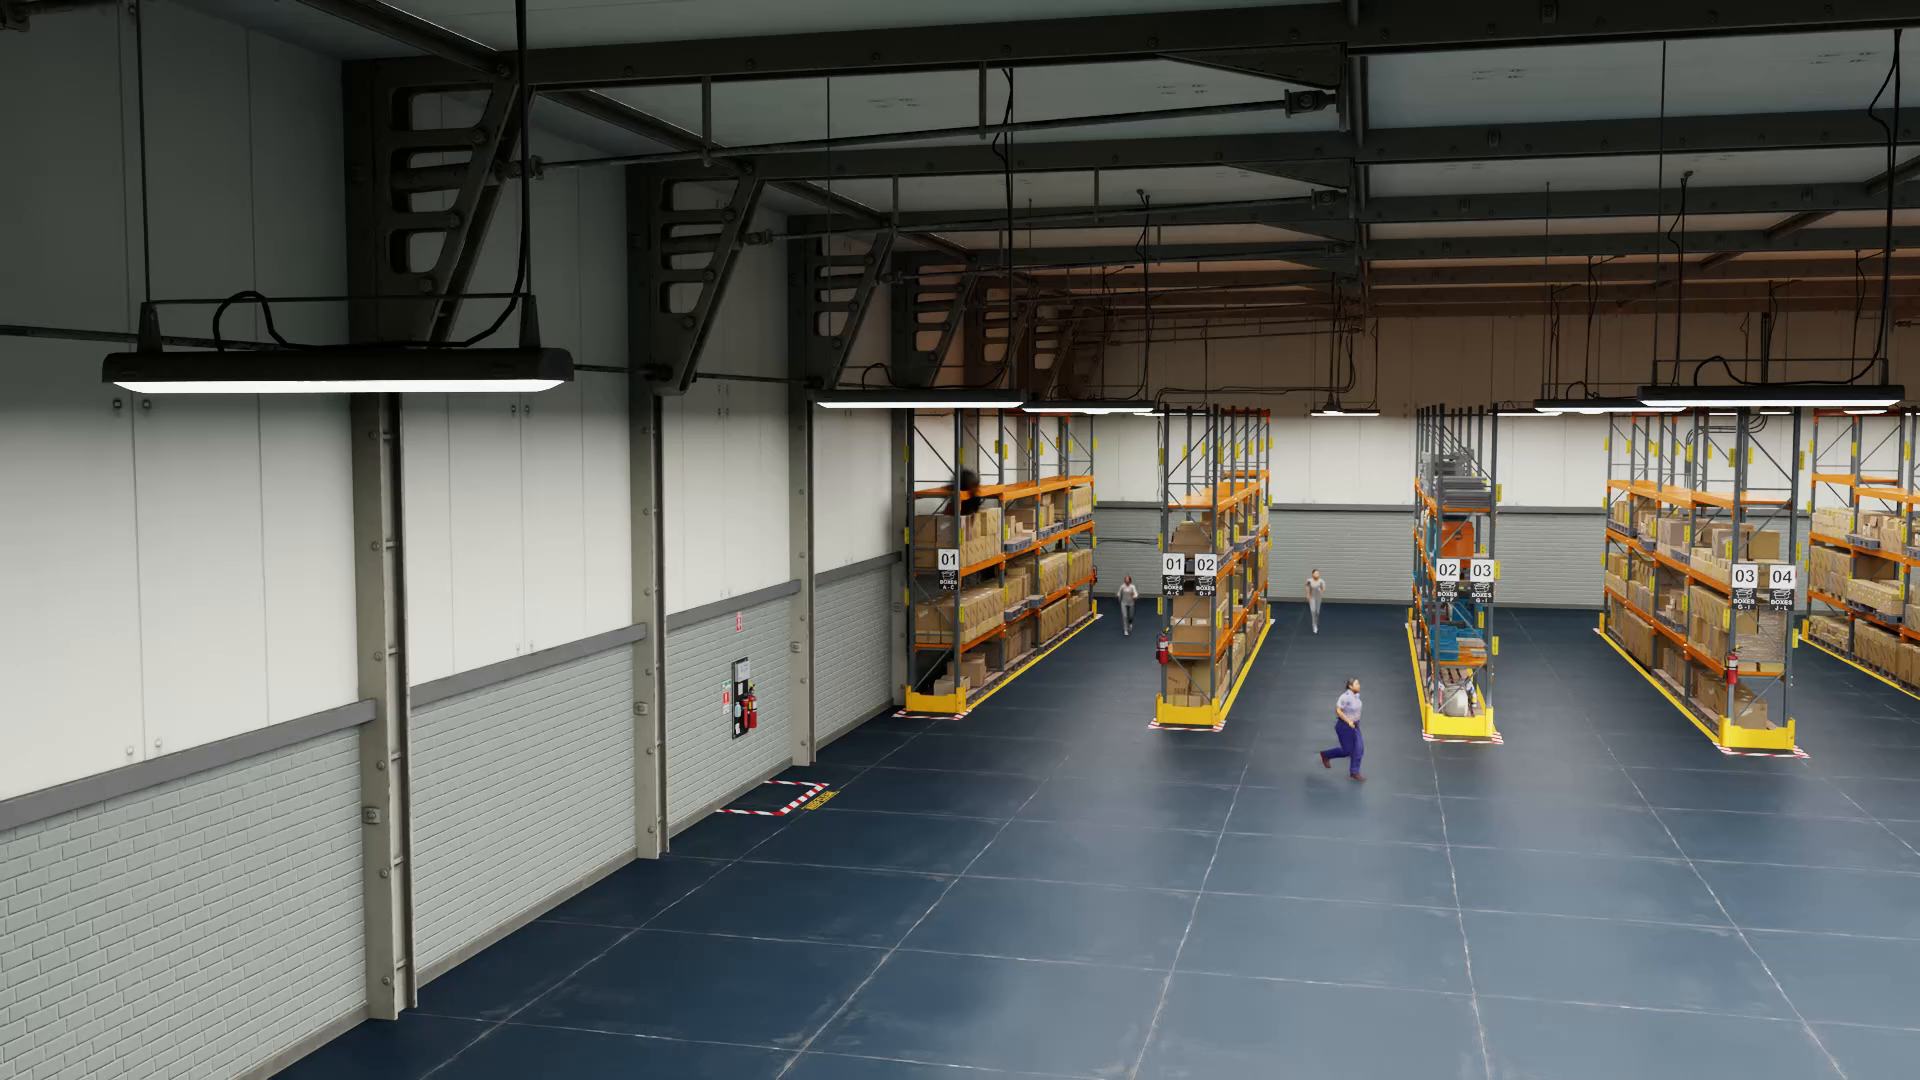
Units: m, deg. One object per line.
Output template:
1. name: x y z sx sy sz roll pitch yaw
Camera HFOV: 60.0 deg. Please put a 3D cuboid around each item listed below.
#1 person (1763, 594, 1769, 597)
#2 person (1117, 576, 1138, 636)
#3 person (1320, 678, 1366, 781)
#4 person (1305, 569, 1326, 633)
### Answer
1. person: 21.692 1.614 44.563 0.824 1.721 0.767 1 4 11
2. person: 4.436 1.727 44.144 0.547 1.563 0.755 1 4 7
3. person: 6.162 2.999 26.546 0.784 1.635 0.631 3 5 38
4. person: 9.600 1.622 44.936 0.514 1.691 0.934 0 4 1
